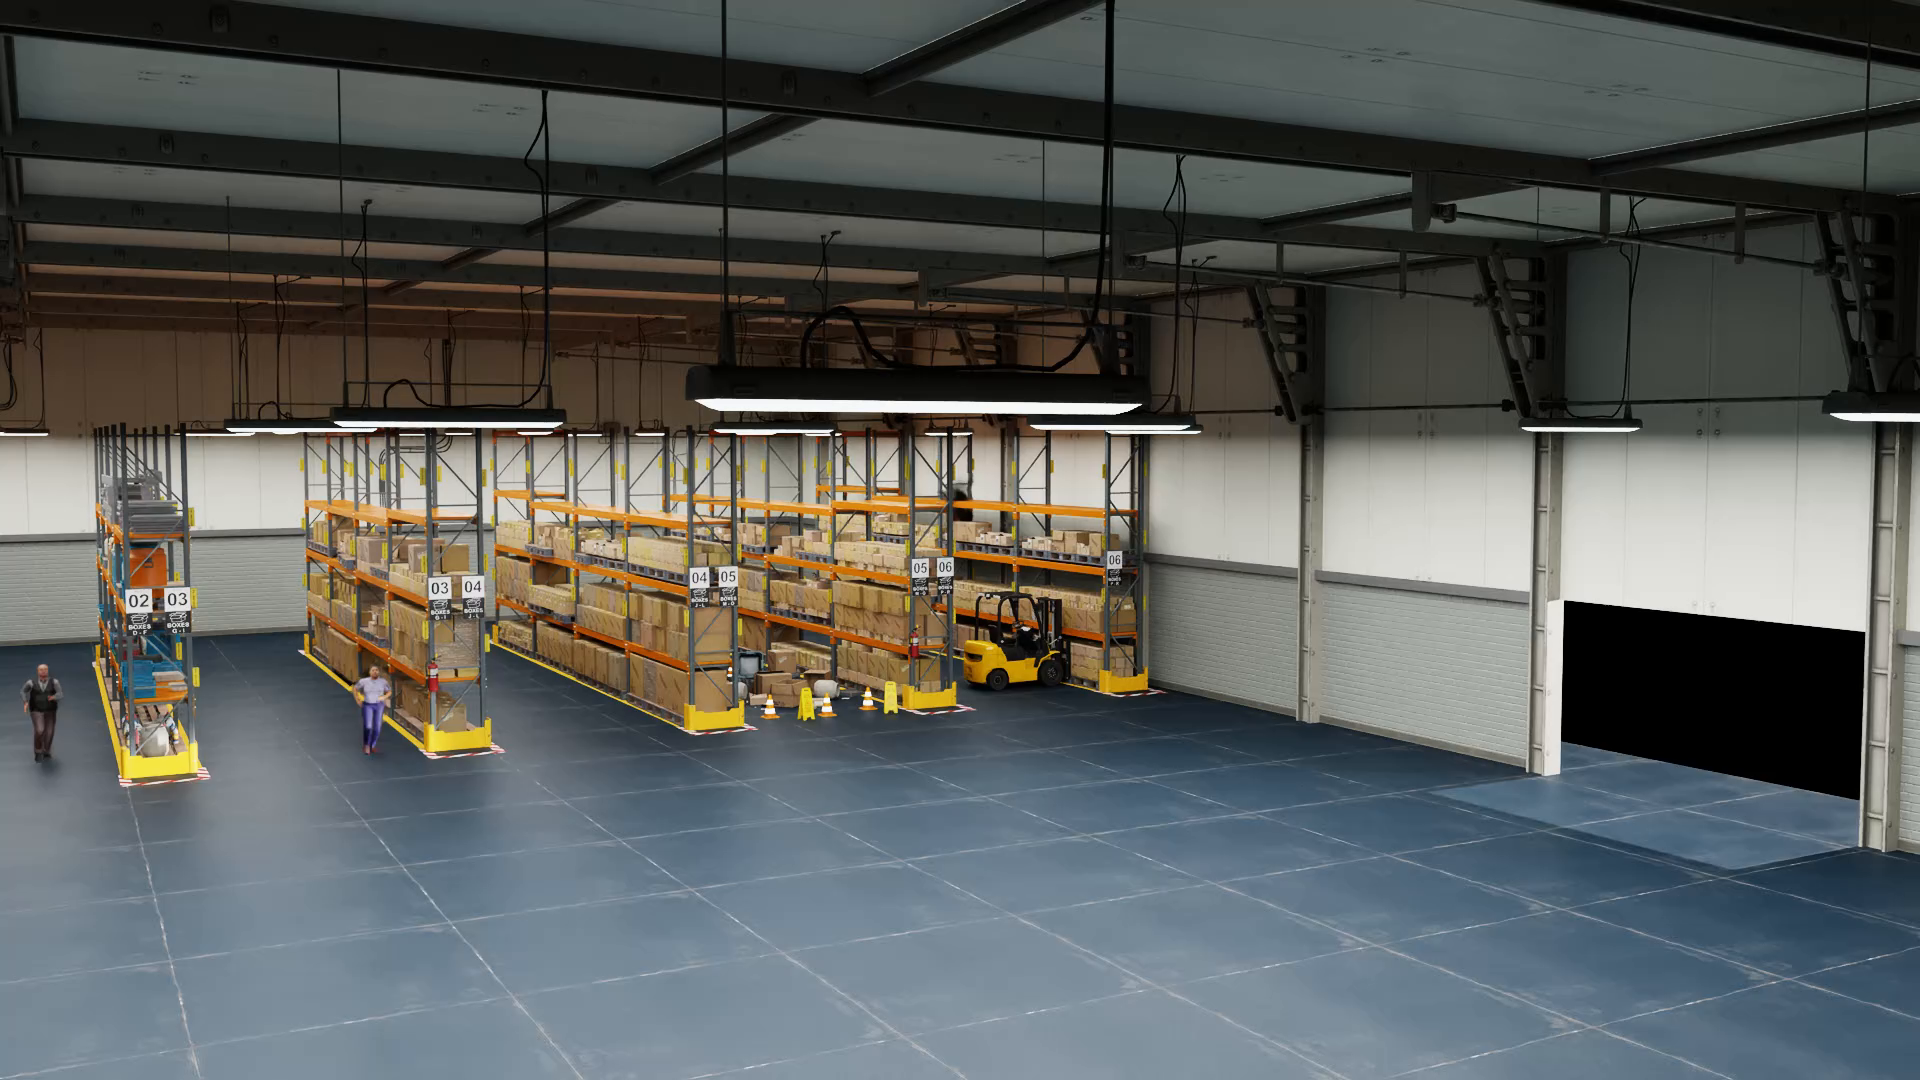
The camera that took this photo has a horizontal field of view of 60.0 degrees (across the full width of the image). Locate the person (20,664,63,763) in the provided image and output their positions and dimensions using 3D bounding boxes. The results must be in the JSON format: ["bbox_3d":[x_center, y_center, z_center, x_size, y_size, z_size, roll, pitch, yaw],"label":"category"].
[{"bbox_3d":[-16.266,3.083,29.513,0.627,1.743,0.721,-3,4,-39],"label":"person"}]

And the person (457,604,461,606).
[{"bbox_3d":[-14.291,2.143,46.367,0.719,1.543,0.524,0,3,1],"label":"person"}]

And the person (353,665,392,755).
[{"bbox_3d":[-10.653,3.083,30.216,0.665,1.630,0.609,-2,4,-27],"label":"person"}]
